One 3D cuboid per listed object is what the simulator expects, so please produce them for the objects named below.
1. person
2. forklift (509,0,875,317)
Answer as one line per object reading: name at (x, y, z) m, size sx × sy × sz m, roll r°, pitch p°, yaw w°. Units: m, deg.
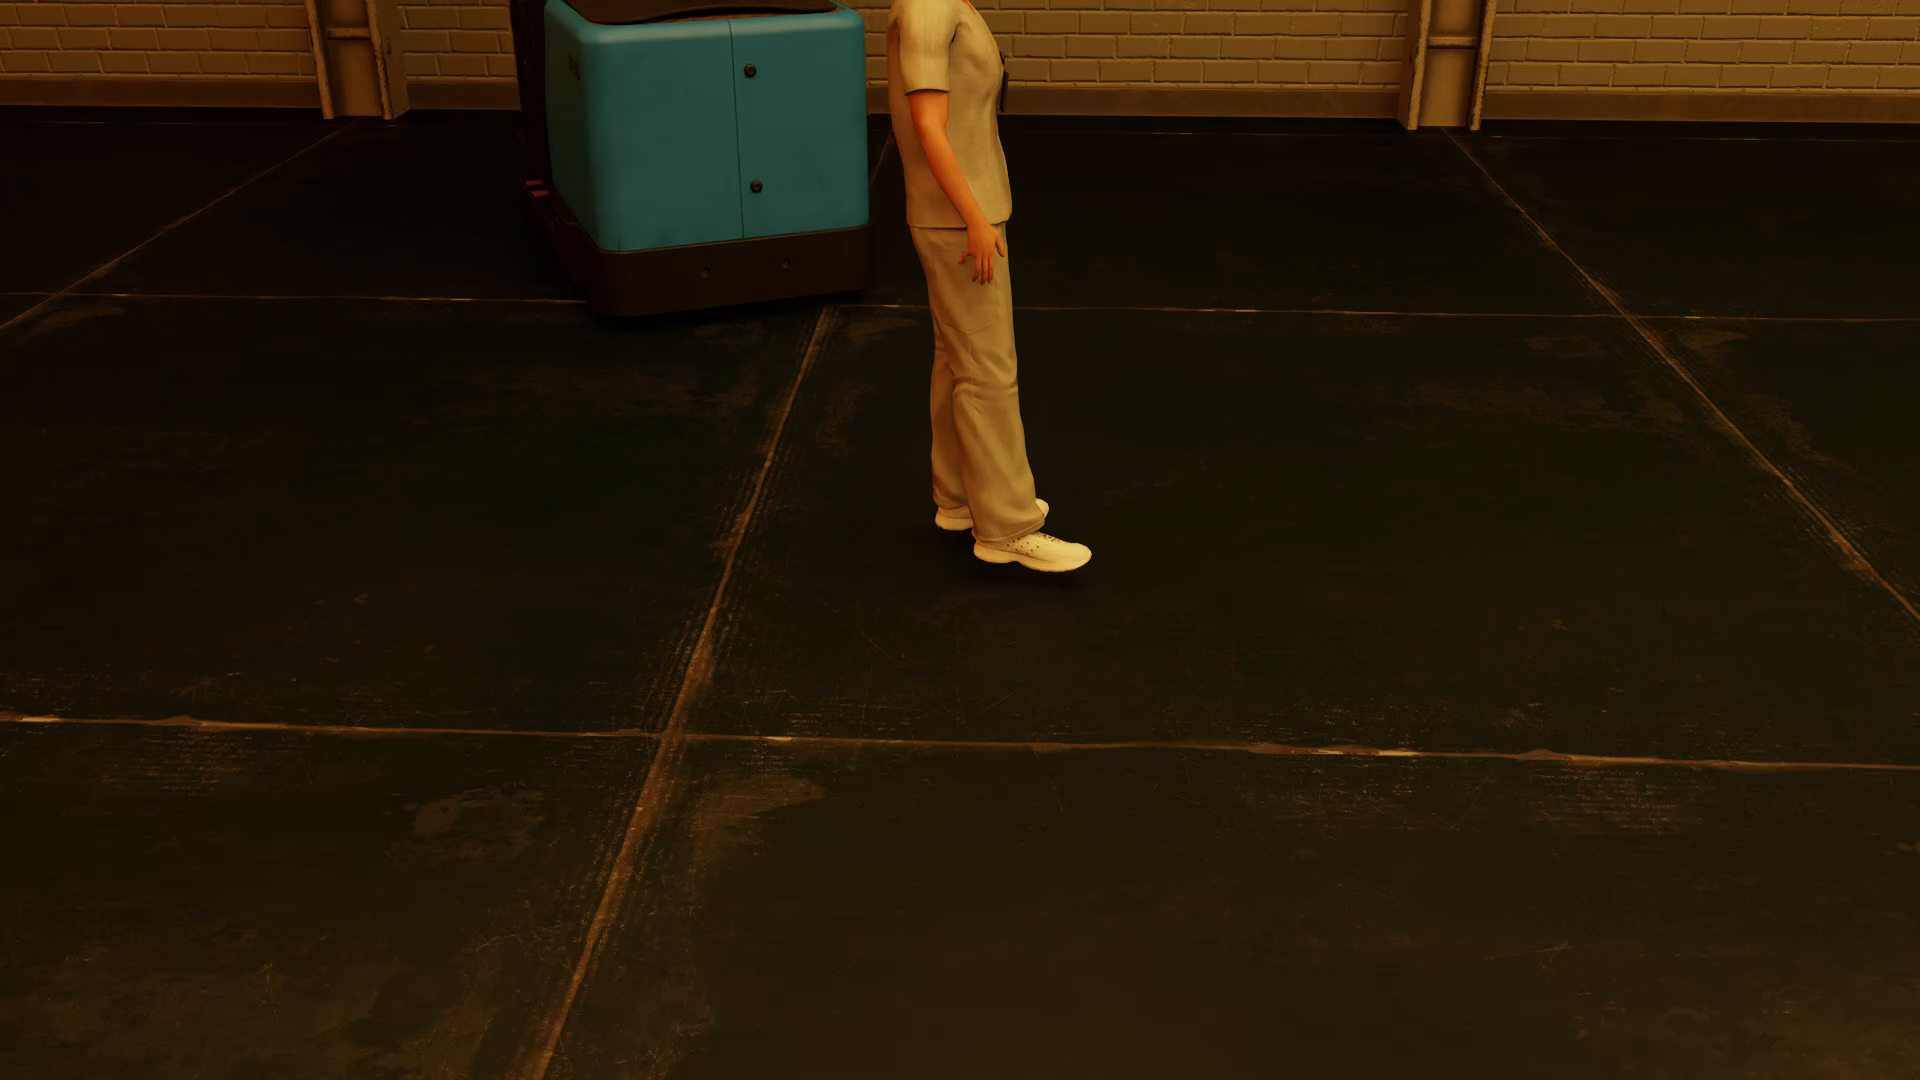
person at (0.073, -0.787, 4.115) m, size 0.547 × 1.673 × 0.550 m, roll 1°, pitch 26°, yaw 2°
forklift at (-1.339, -2.744, 6.772) m, size 1.130 × 2.935 × 3.031 m, roll -10°, pitch 28°, yaw -19°
